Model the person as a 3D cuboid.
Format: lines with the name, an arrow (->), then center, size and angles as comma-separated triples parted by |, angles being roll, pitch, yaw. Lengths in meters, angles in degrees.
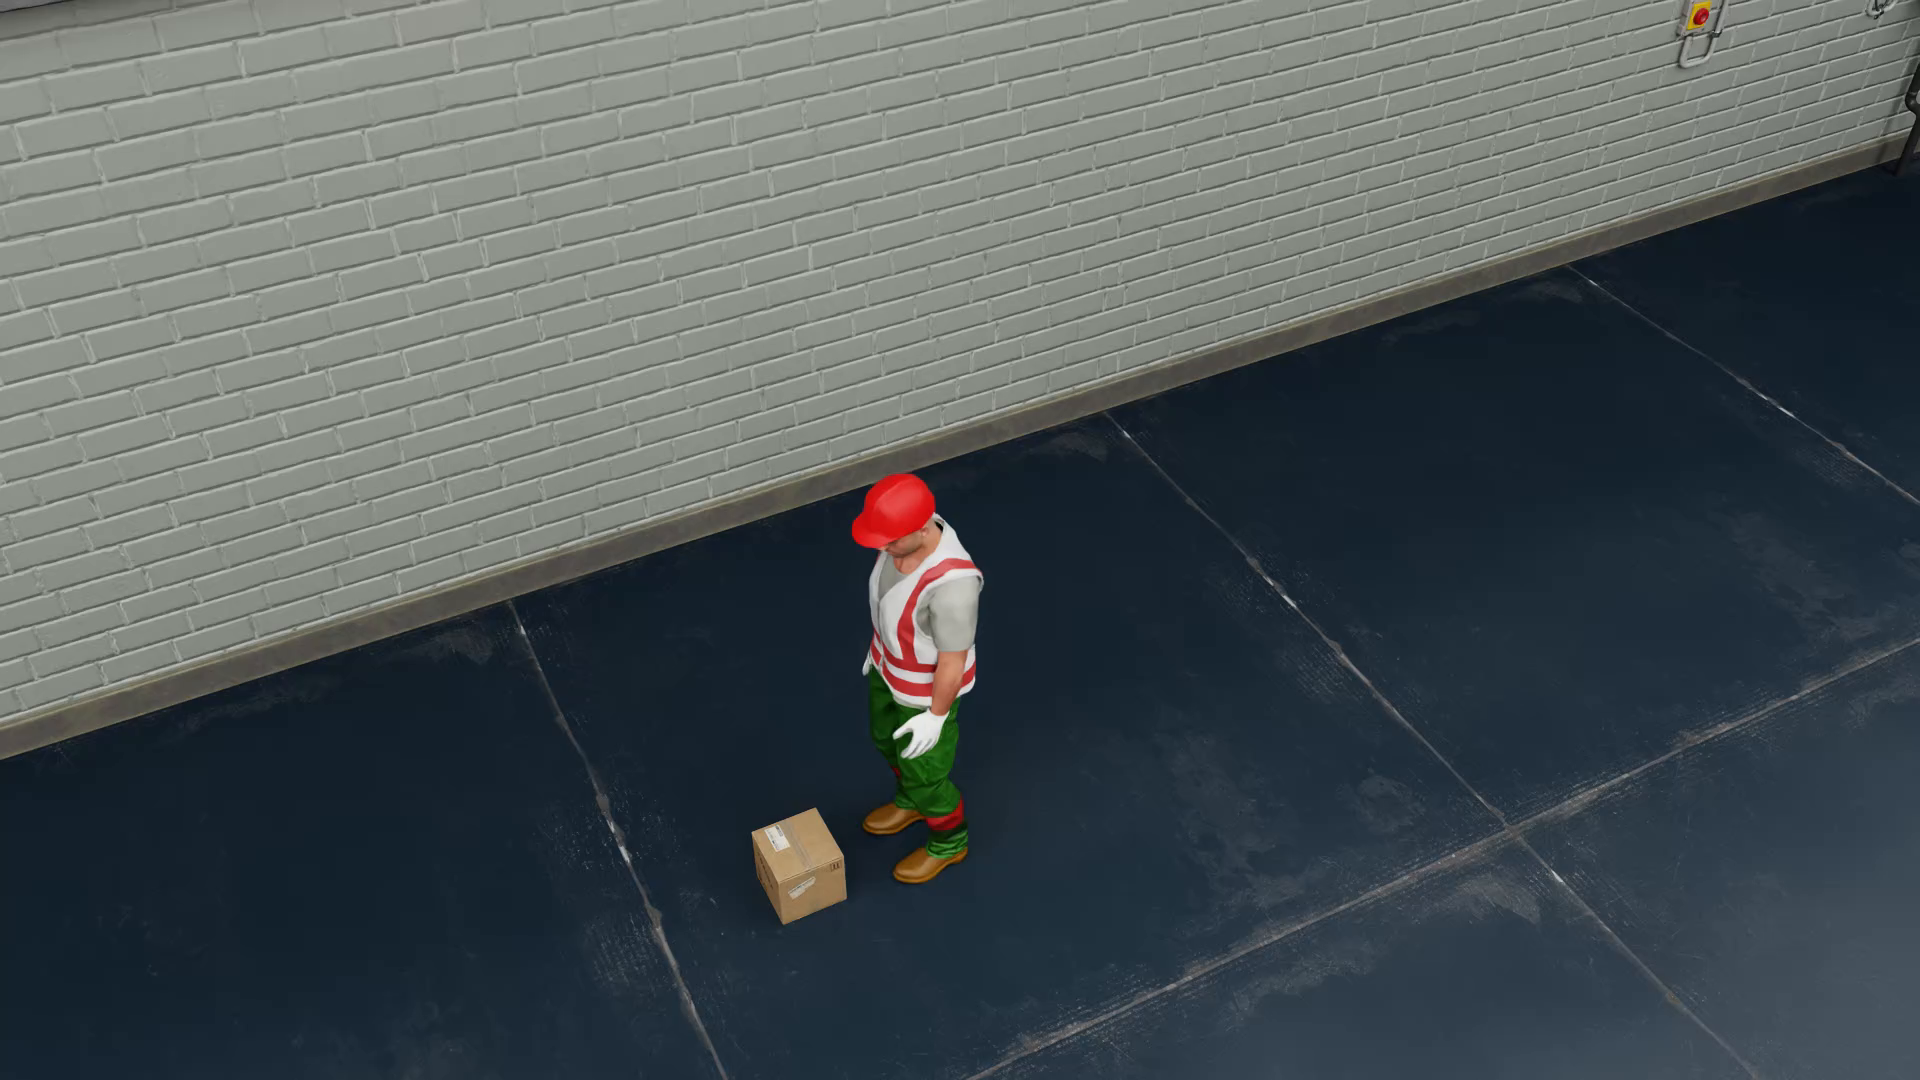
person -> -0.154, 0.472, 5.612 | 0.388, 1.768, 0.533 | -18, 44, -20
